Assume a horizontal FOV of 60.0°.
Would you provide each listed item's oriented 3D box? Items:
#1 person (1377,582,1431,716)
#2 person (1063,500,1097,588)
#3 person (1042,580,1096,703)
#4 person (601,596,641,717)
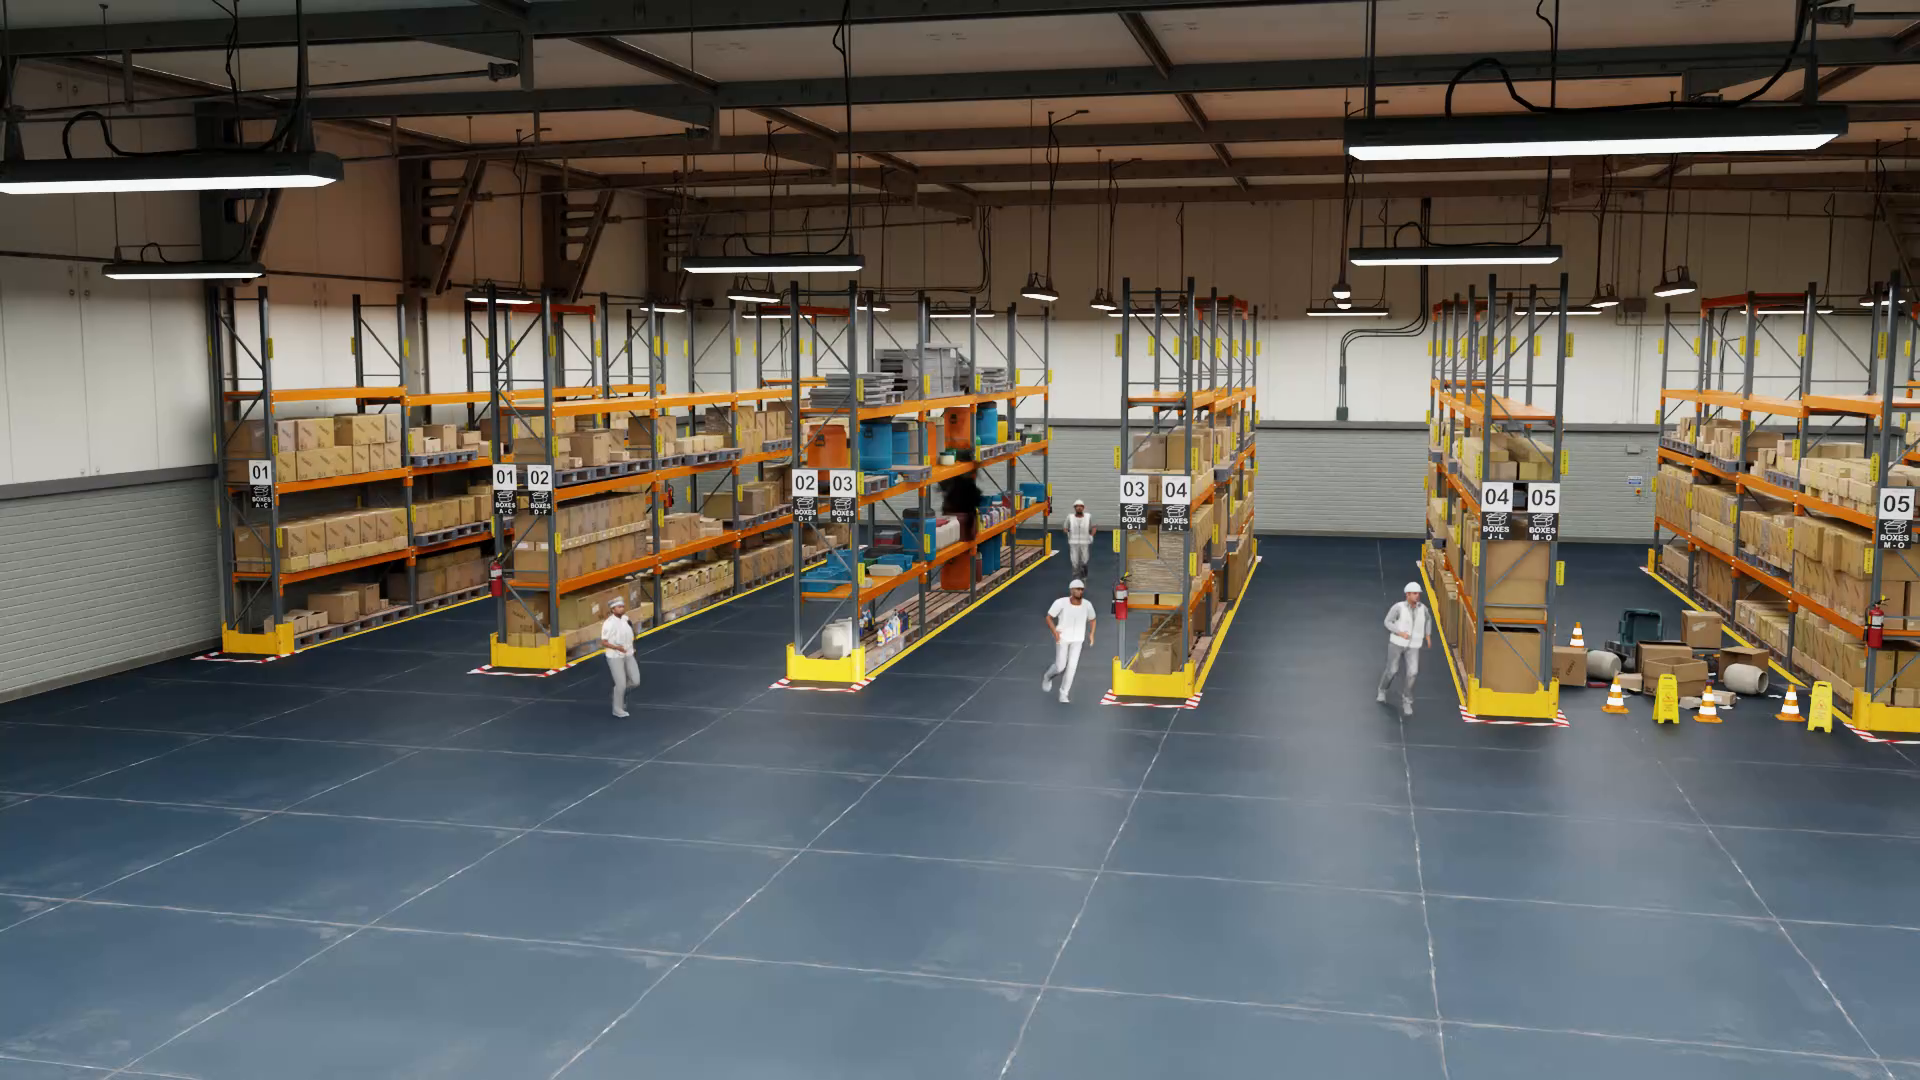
[{"bbox_3d":[6.222,1.487,23.086,0.720,1.825,0.805,0,7,-1],"label":"person"},{"bbox_3d":[2.354,0.103,32.735,0.669,1.782,0.582,1,7,5],"label":"person"},{"bbox_3d":[1.606,1.421,23.829,0.750,1.714,0.724,-2,7,-14],"label":"person"},{"bbox_3d":[-4.580,1.586,22.615,0.531,1.654,0.570,6,9,40],"label":"person"}]
